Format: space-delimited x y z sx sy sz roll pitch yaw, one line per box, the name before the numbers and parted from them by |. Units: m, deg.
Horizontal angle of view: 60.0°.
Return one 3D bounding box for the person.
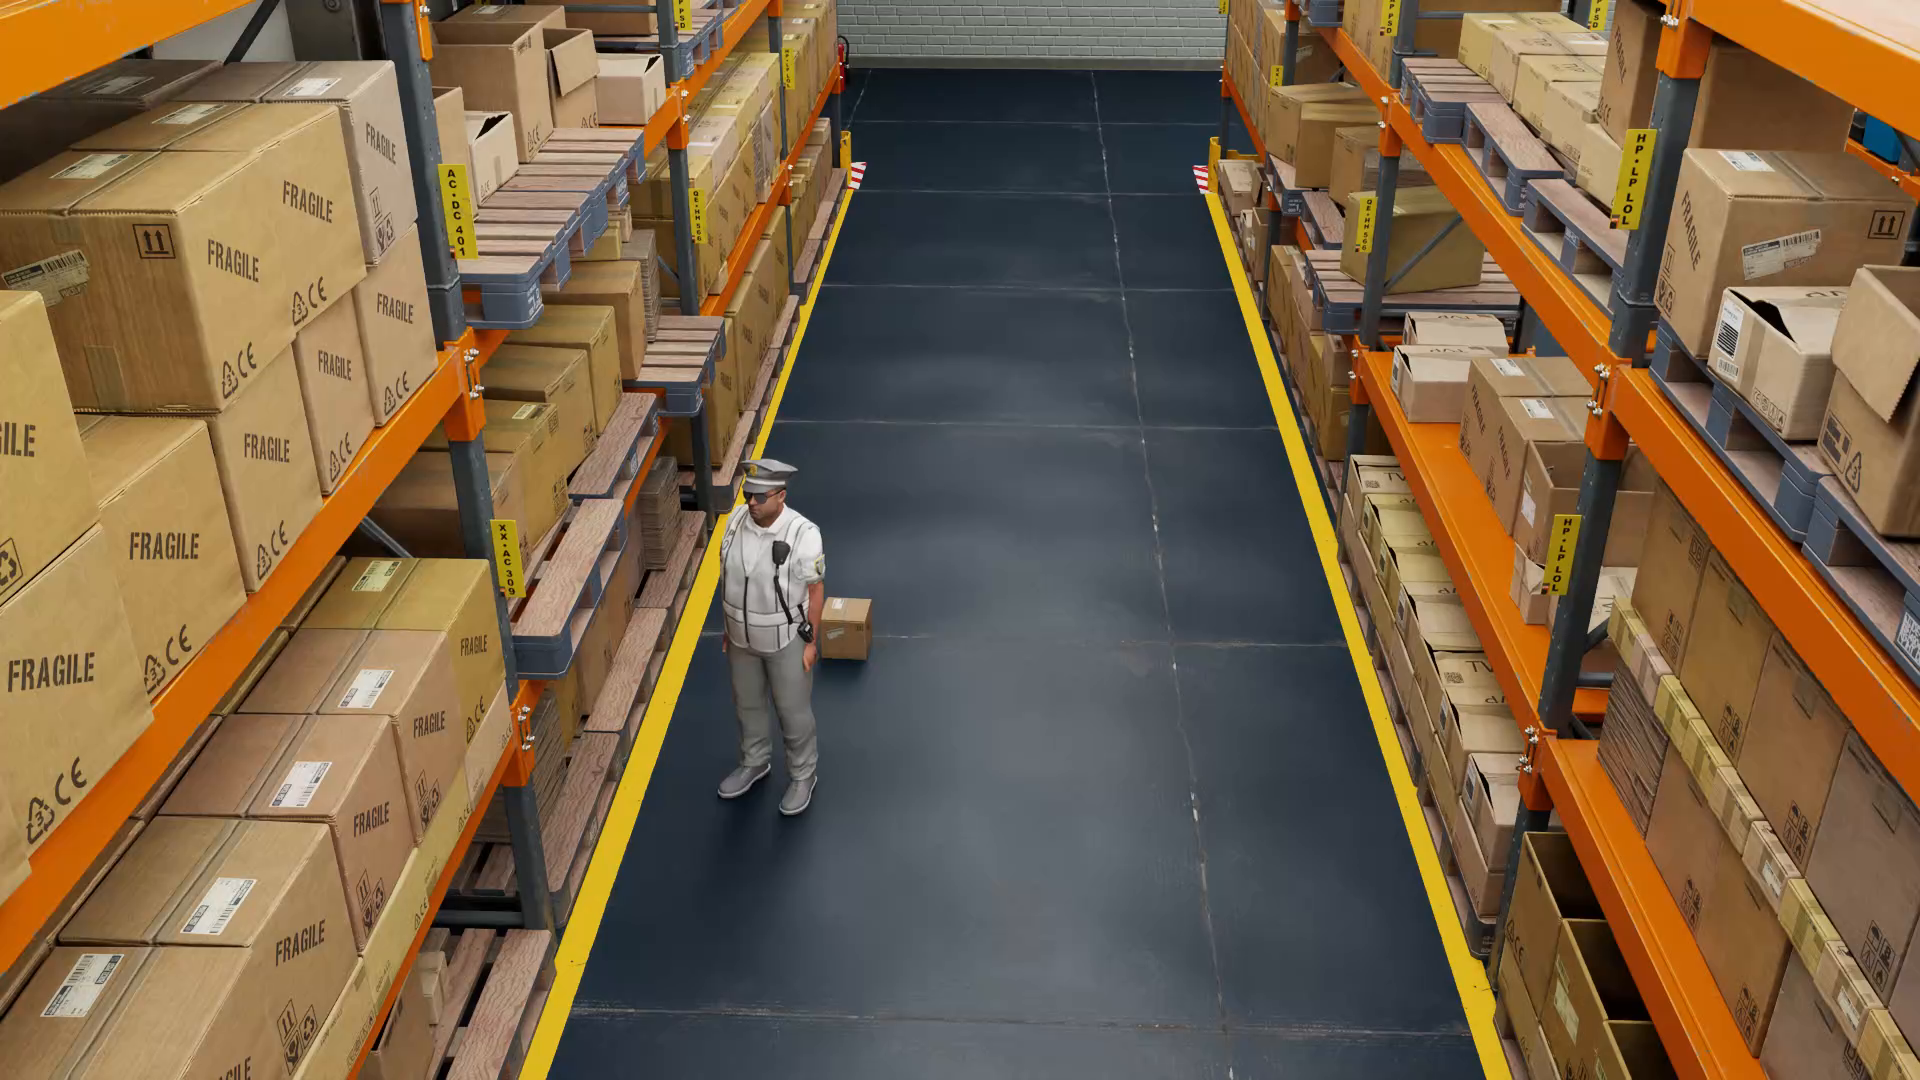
person | -0.893 0.433 7.770 0.521 1.774 0.408 11 30 21
